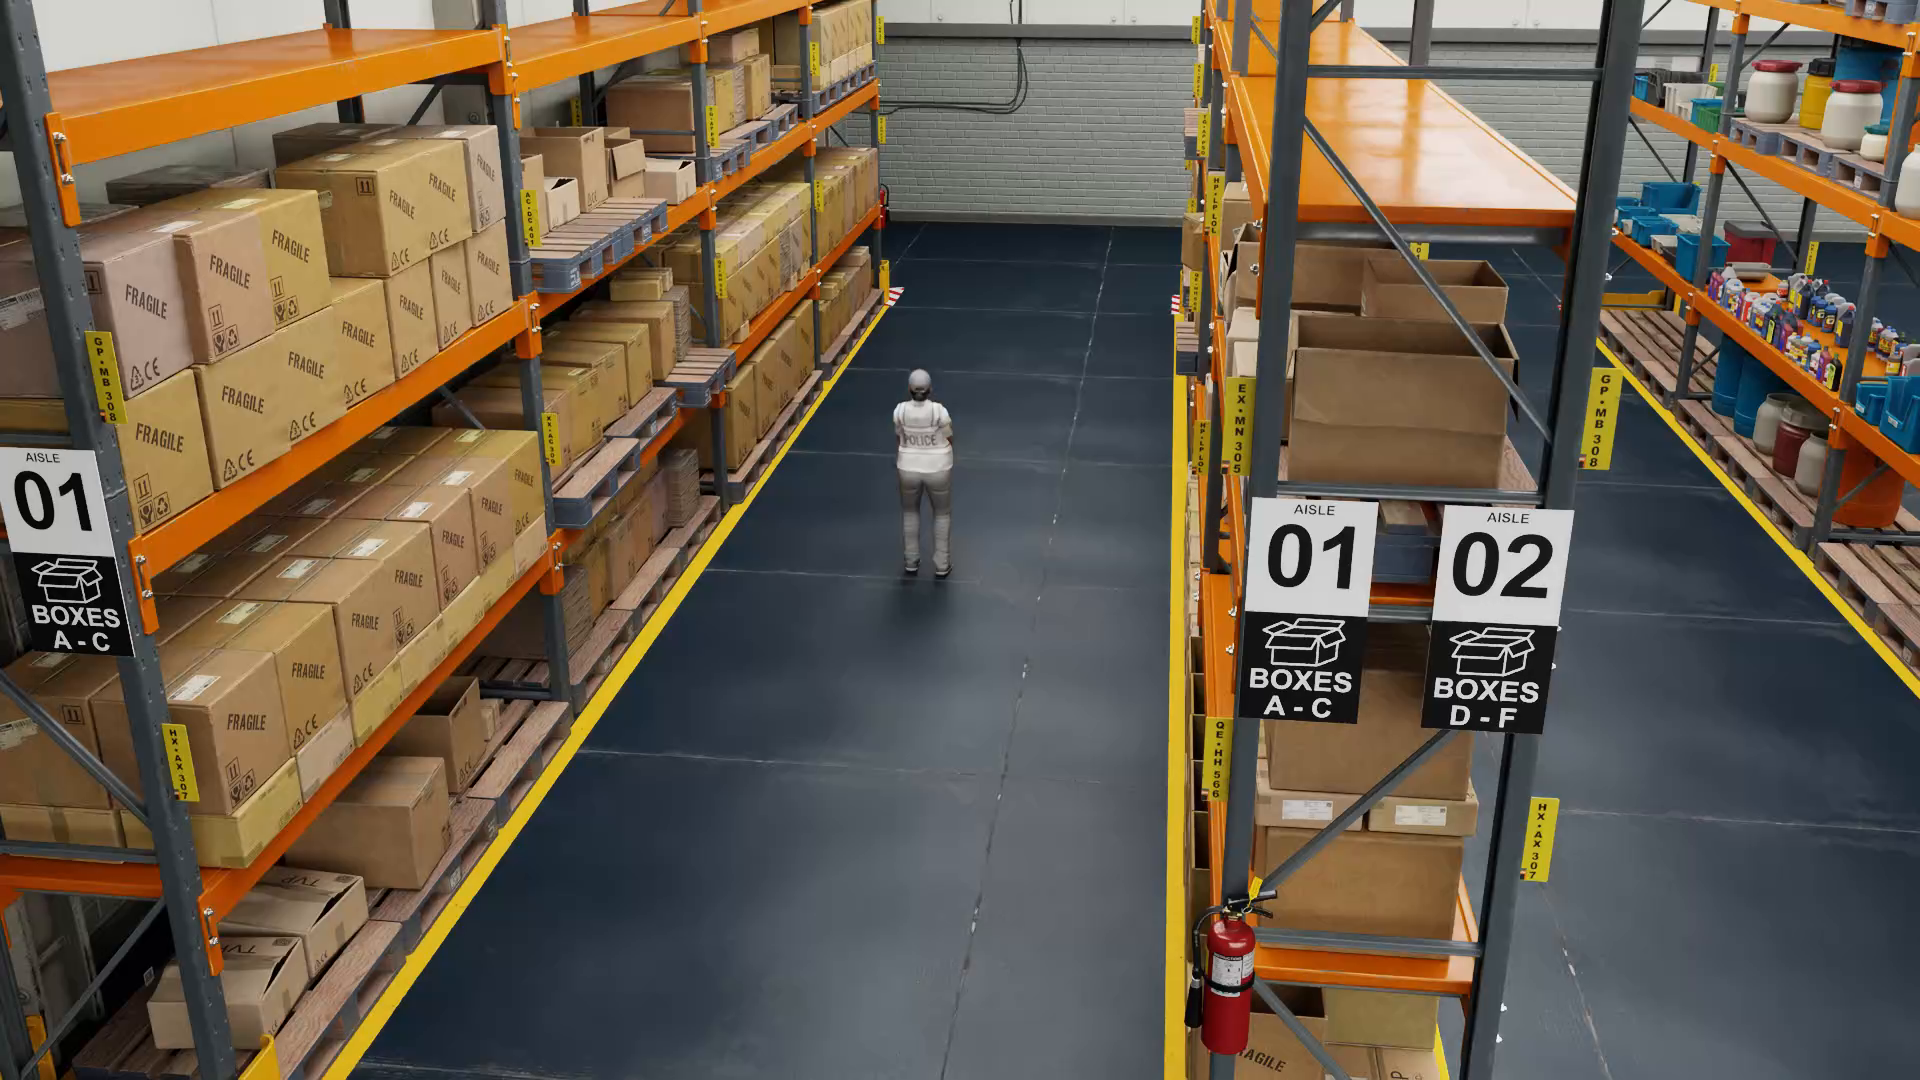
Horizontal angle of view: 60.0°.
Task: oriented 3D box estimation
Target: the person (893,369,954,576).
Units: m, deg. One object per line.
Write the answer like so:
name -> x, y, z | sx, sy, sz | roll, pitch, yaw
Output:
person -> -0.271, -0.551, 12.902 | 0.452, 1.653, 0.534 | 3, 21, 7
